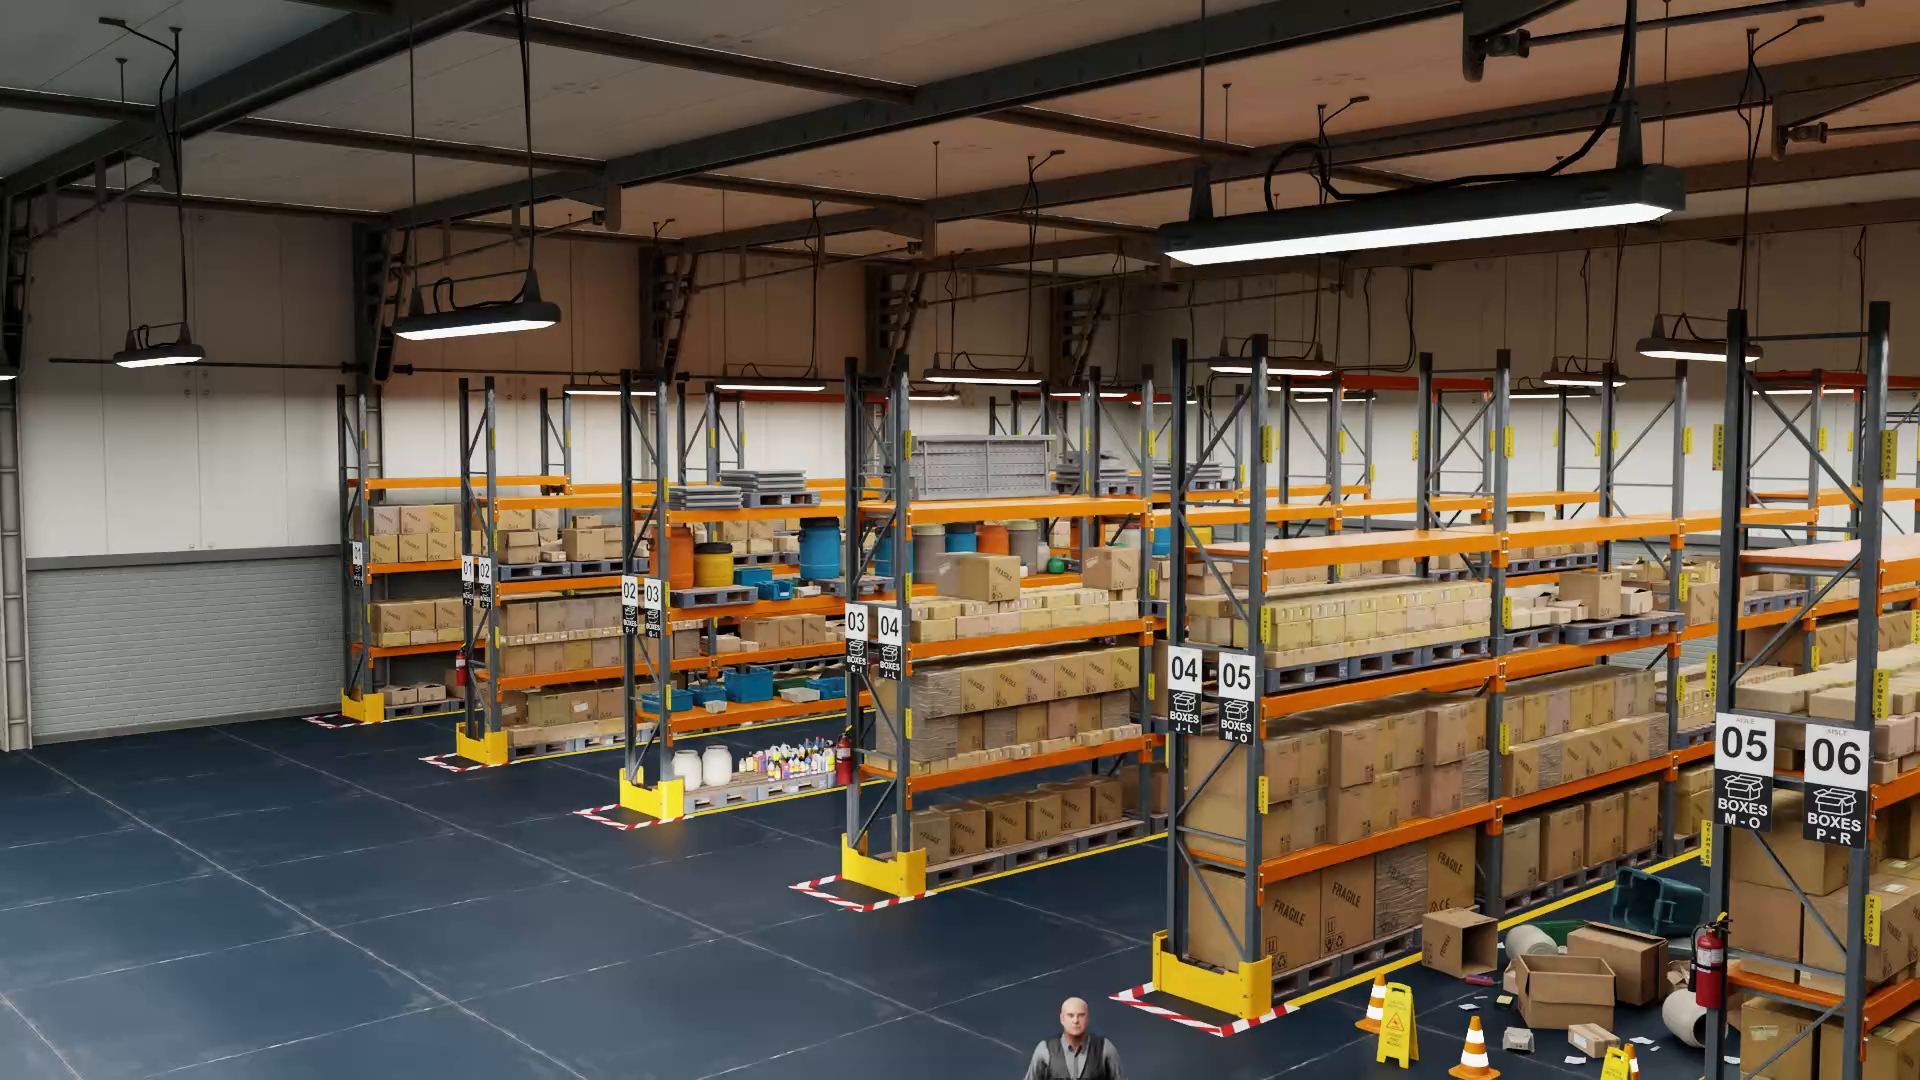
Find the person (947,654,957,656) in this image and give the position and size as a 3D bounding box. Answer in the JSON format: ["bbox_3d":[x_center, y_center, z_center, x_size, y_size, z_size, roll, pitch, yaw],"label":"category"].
[{"bbox_3d":[-0.238,2.146,29.063,0.626,1.634,0.661,2,4,32],"label":"person"}]

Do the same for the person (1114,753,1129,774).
[{"bbox_3d":[2.357,2.700,24.906,0.605,1.654,0.548,3,5,36],"label":"person"}]

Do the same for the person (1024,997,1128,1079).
[{"bbox_3d":[0.707,3.653,10.238,0.656,1.673,0.607,0,4,4],"label":"person"}]
